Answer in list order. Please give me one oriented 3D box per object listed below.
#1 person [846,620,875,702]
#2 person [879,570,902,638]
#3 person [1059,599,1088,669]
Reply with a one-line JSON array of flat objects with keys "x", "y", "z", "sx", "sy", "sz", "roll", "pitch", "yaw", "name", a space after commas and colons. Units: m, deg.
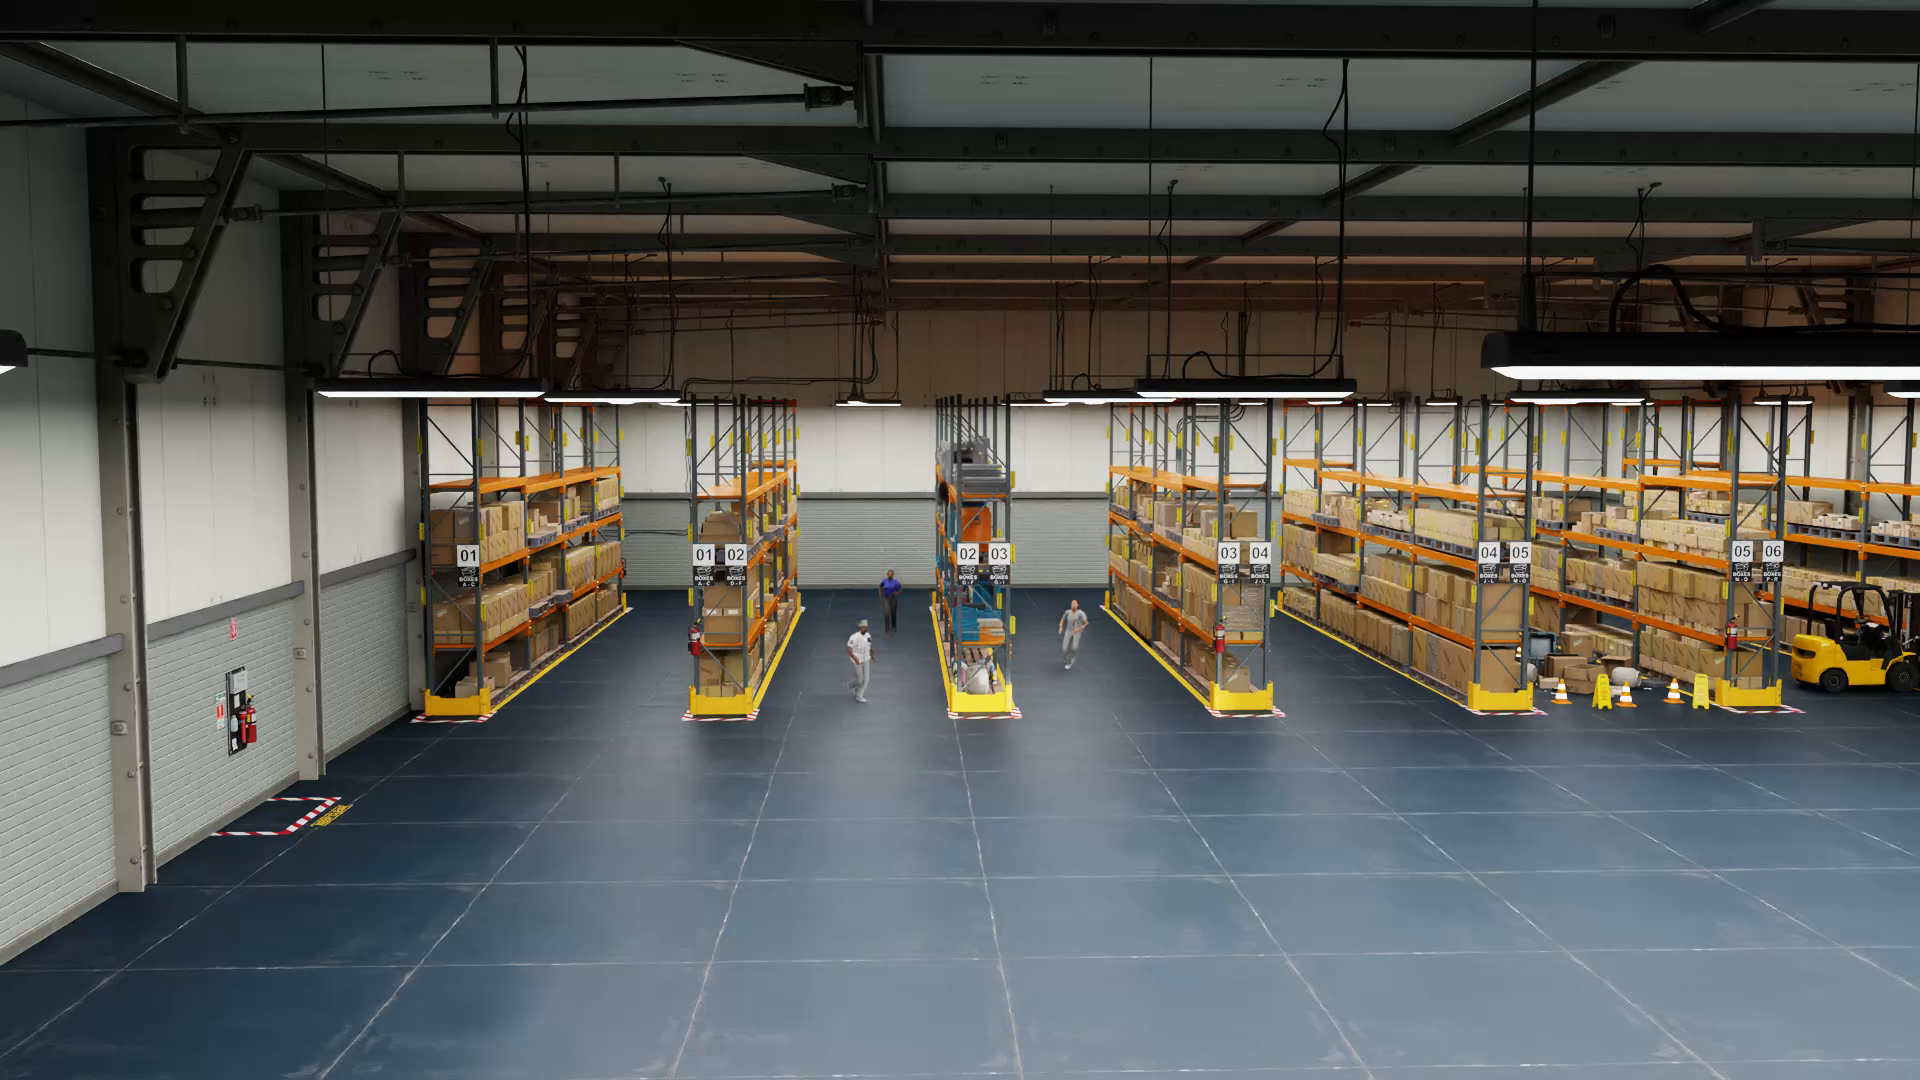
[{"x": -1.969, "y": 2.352, "z": 32.625, "sx": 0.572, "sy": 1.623, "sz": 0.606, "roll": -3, "pitch": 5, "yaw": -34, "name": "person"}, {"x": -1.760, "y": 1.600, "z": 42.032, "sx": 0.594, "sy": 1.724, "sz": 0.740, "roll": 0, "pitch": 4, "yaw": 0, "name": "person"}, {"x": 2.506, "y": 2.071, "z": 36.649, "sx": 0.634, "sy": 1.580, "sz": 0.525, "roll": 1, "pitch": 5, "yaw": 13, "name": "person"}]
